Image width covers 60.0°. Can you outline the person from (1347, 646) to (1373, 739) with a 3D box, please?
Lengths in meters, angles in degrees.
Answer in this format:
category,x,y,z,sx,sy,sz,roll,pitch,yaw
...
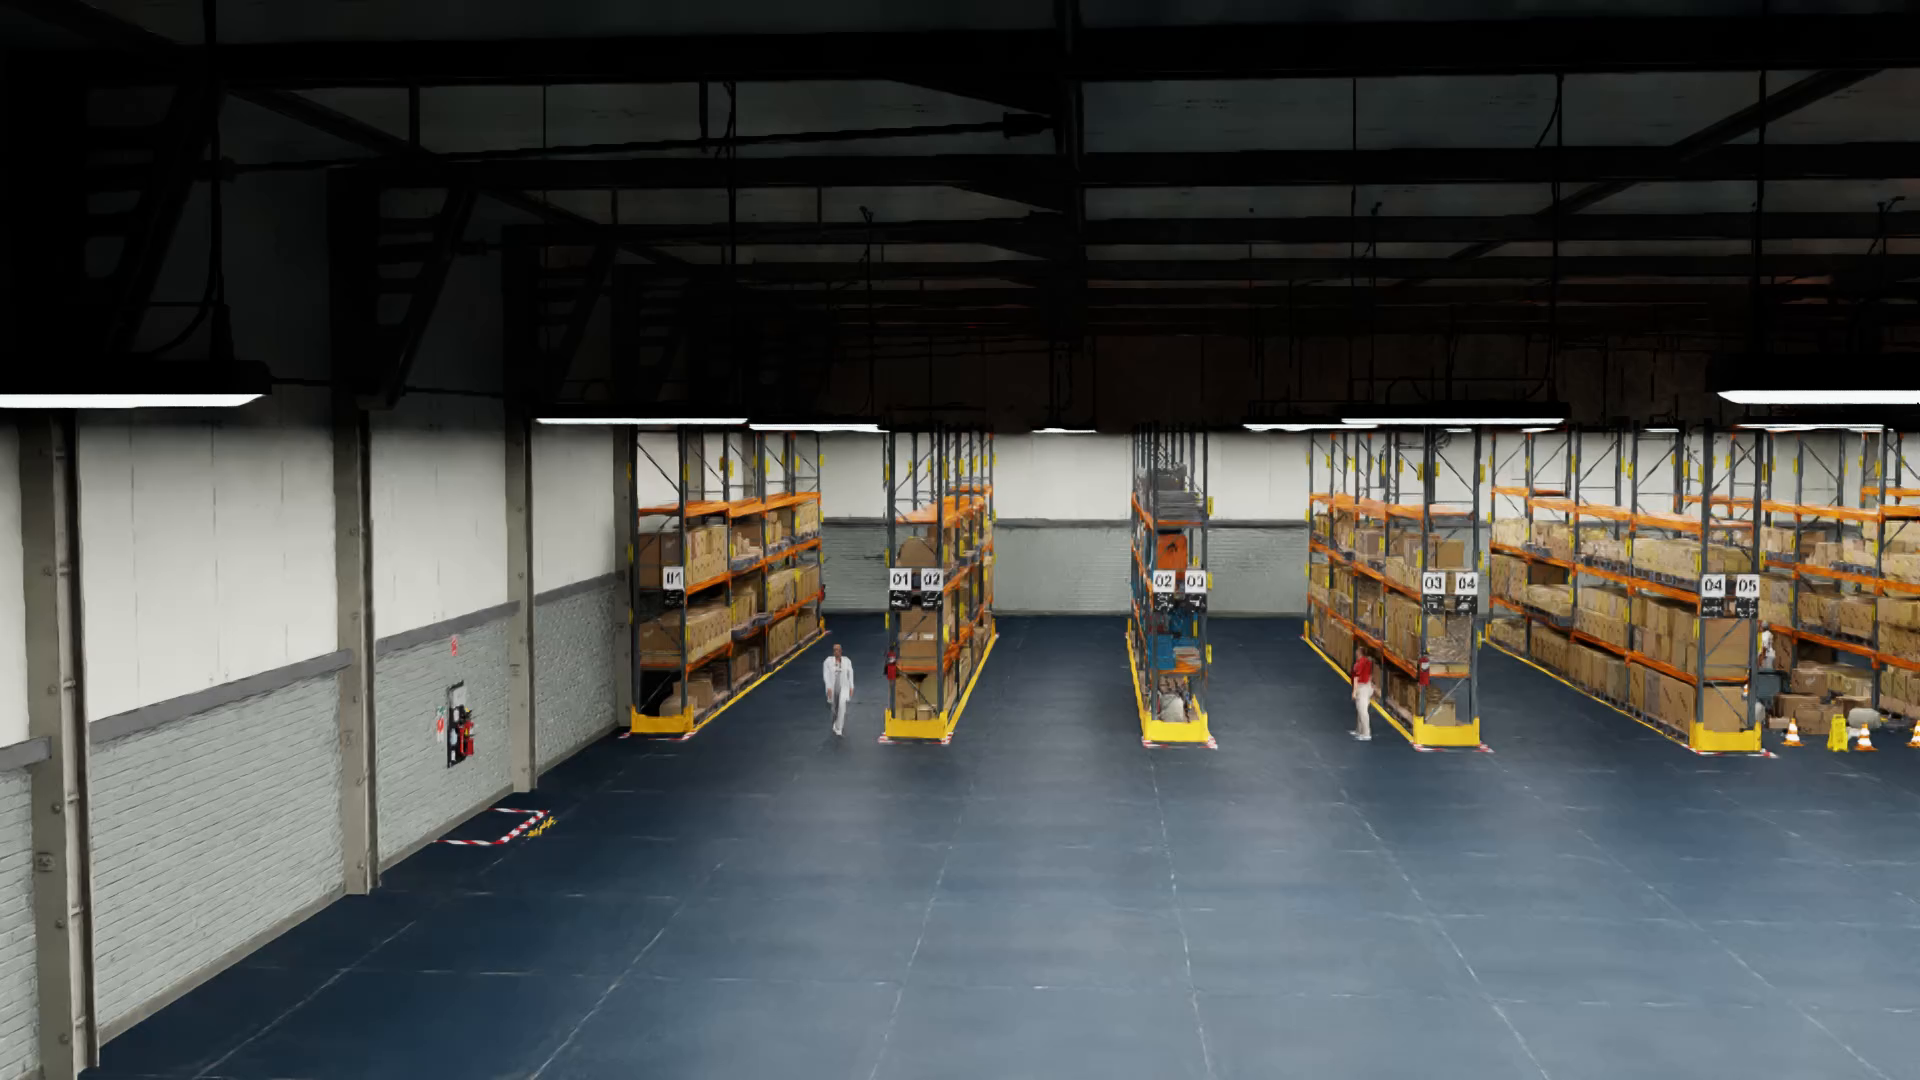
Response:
category,x,y,z,sx,sy,sz,roll,pitch,yaw
person,7.541,2.859,31.383,0.571,1.724,0.655,3,4,35

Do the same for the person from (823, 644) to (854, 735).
category,x,y,z,sx,sy,sz,roll,pitch,yaw
person,-2.321,2.828,31.702,0.582,1.712,1.099,0,4,1

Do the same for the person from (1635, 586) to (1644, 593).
category,x,y,z,sx,sy,sz,roll,pitch,yaw
person,19.339,1.834,47.528,0.713,1.785,0.556,-2,4,-23

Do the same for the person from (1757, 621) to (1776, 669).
category,x,y,z,sx,sy,sz,roll,pitch,yaw
person,17.516,2.589,36.243,0.556,1.656,0.606,2,4,31
